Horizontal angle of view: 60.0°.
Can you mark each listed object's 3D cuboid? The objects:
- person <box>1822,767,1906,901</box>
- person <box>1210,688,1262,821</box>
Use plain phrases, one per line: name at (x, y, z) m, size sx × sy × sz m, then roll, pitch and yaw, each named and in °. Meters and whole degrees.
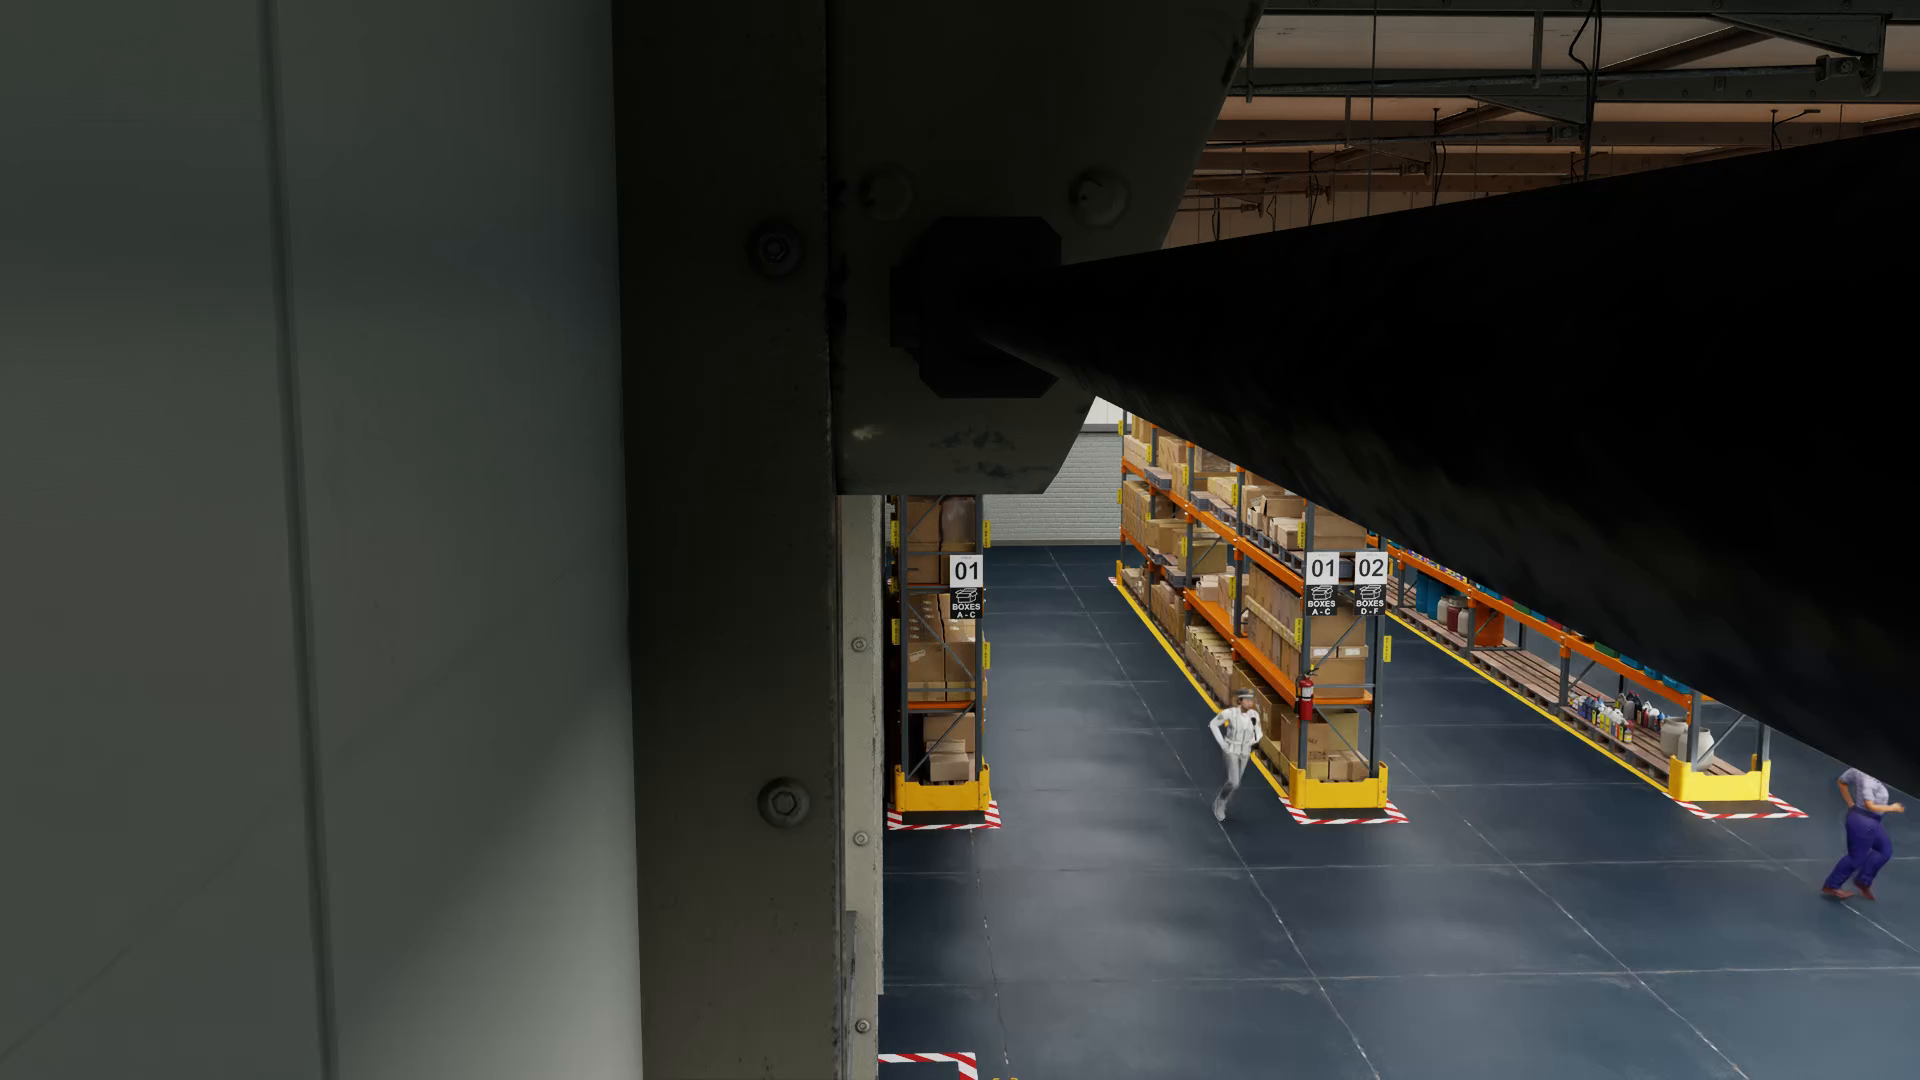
person at (9.442, 2.996, 17.354) m, size 0.703 × 1.673 × 0.592 m, roll 4°, pitch 9°, yaw 25°
person at (3.359, 2.572, 20.103) m, size 0.611 × 1.626 × 0.615 m, roll -3°, pitch 9°, yaw -17°
